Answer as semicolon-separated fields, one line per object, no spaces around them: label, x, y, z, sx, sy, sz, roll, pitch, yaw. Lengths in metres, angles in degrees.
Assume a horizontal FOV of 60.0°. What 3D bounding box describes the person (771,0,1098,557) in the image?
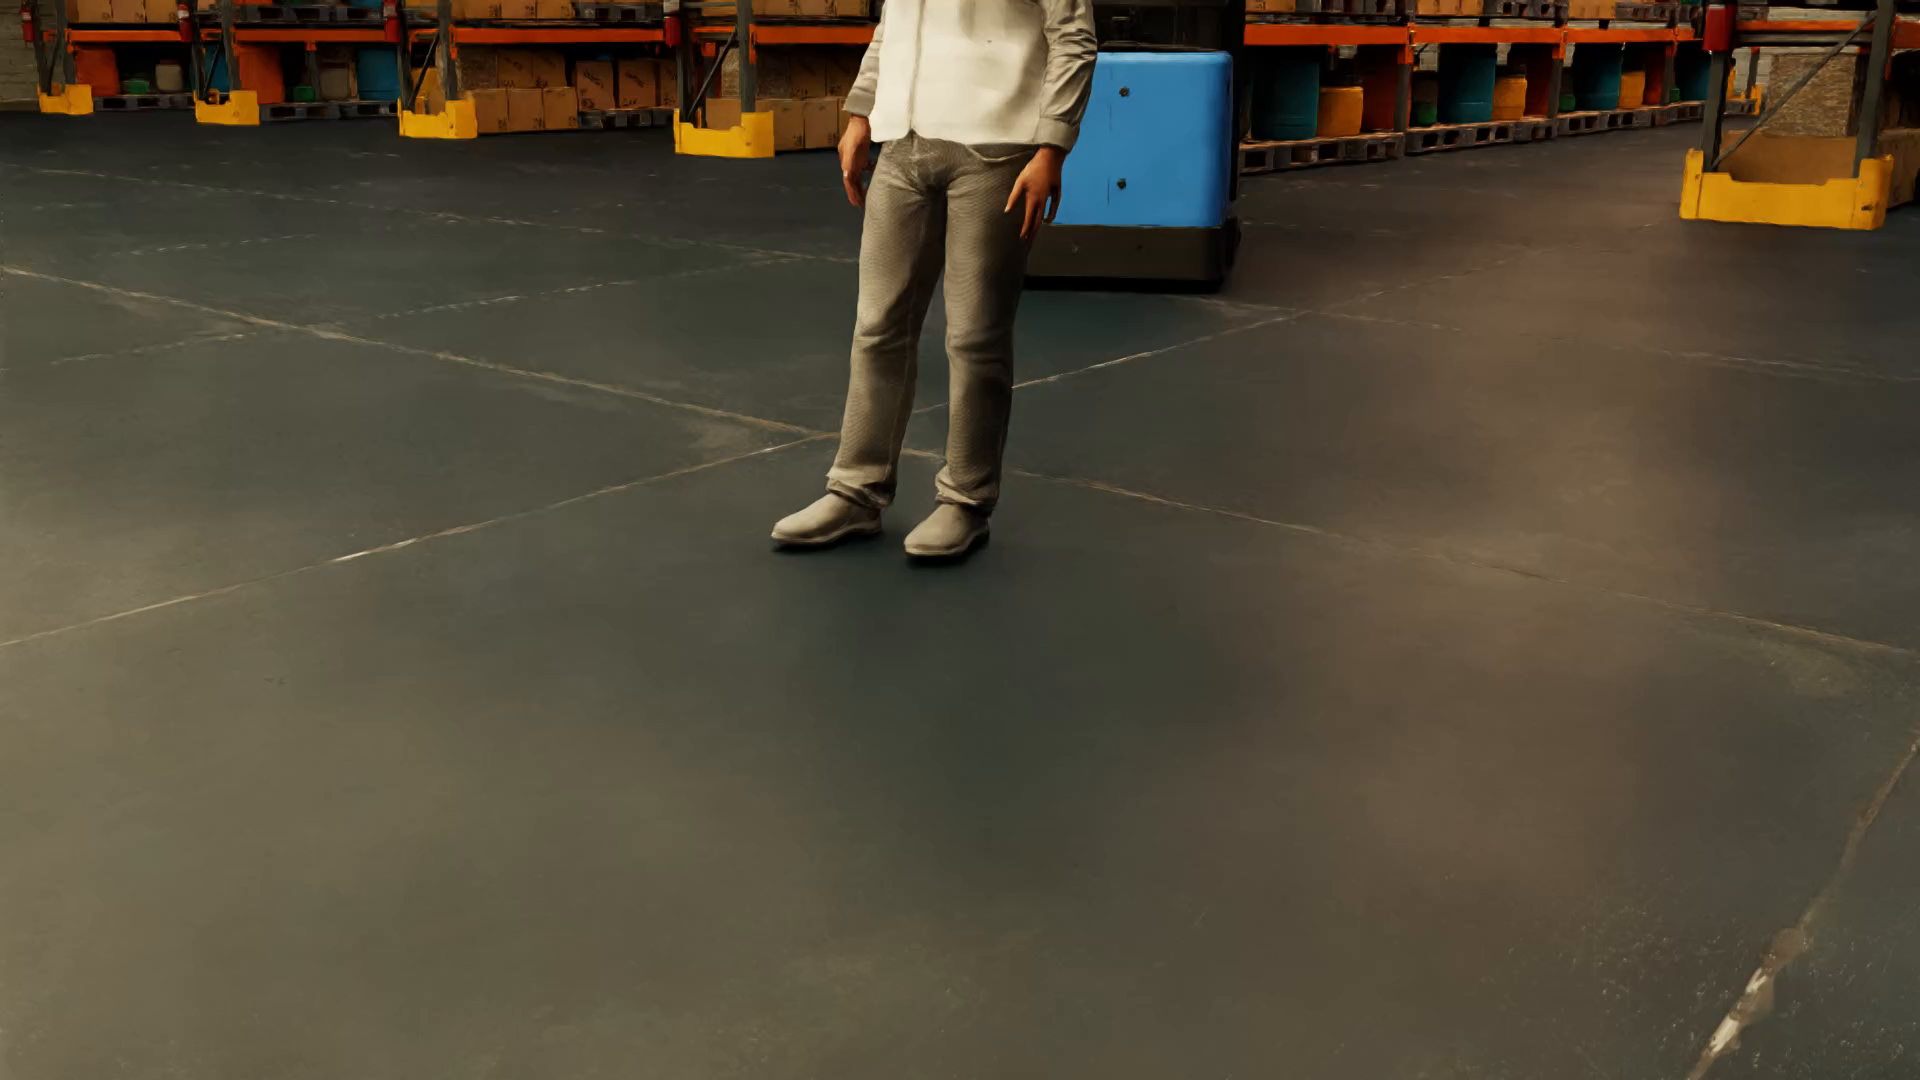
person;-0.046;-0.843;3.641;0.632;1.773;0.567;13;21;37

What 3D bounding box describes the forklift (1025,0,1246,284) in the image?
forklift;0.964;-2.980;8.713;1.130;2.935;3.031;3;17;10
